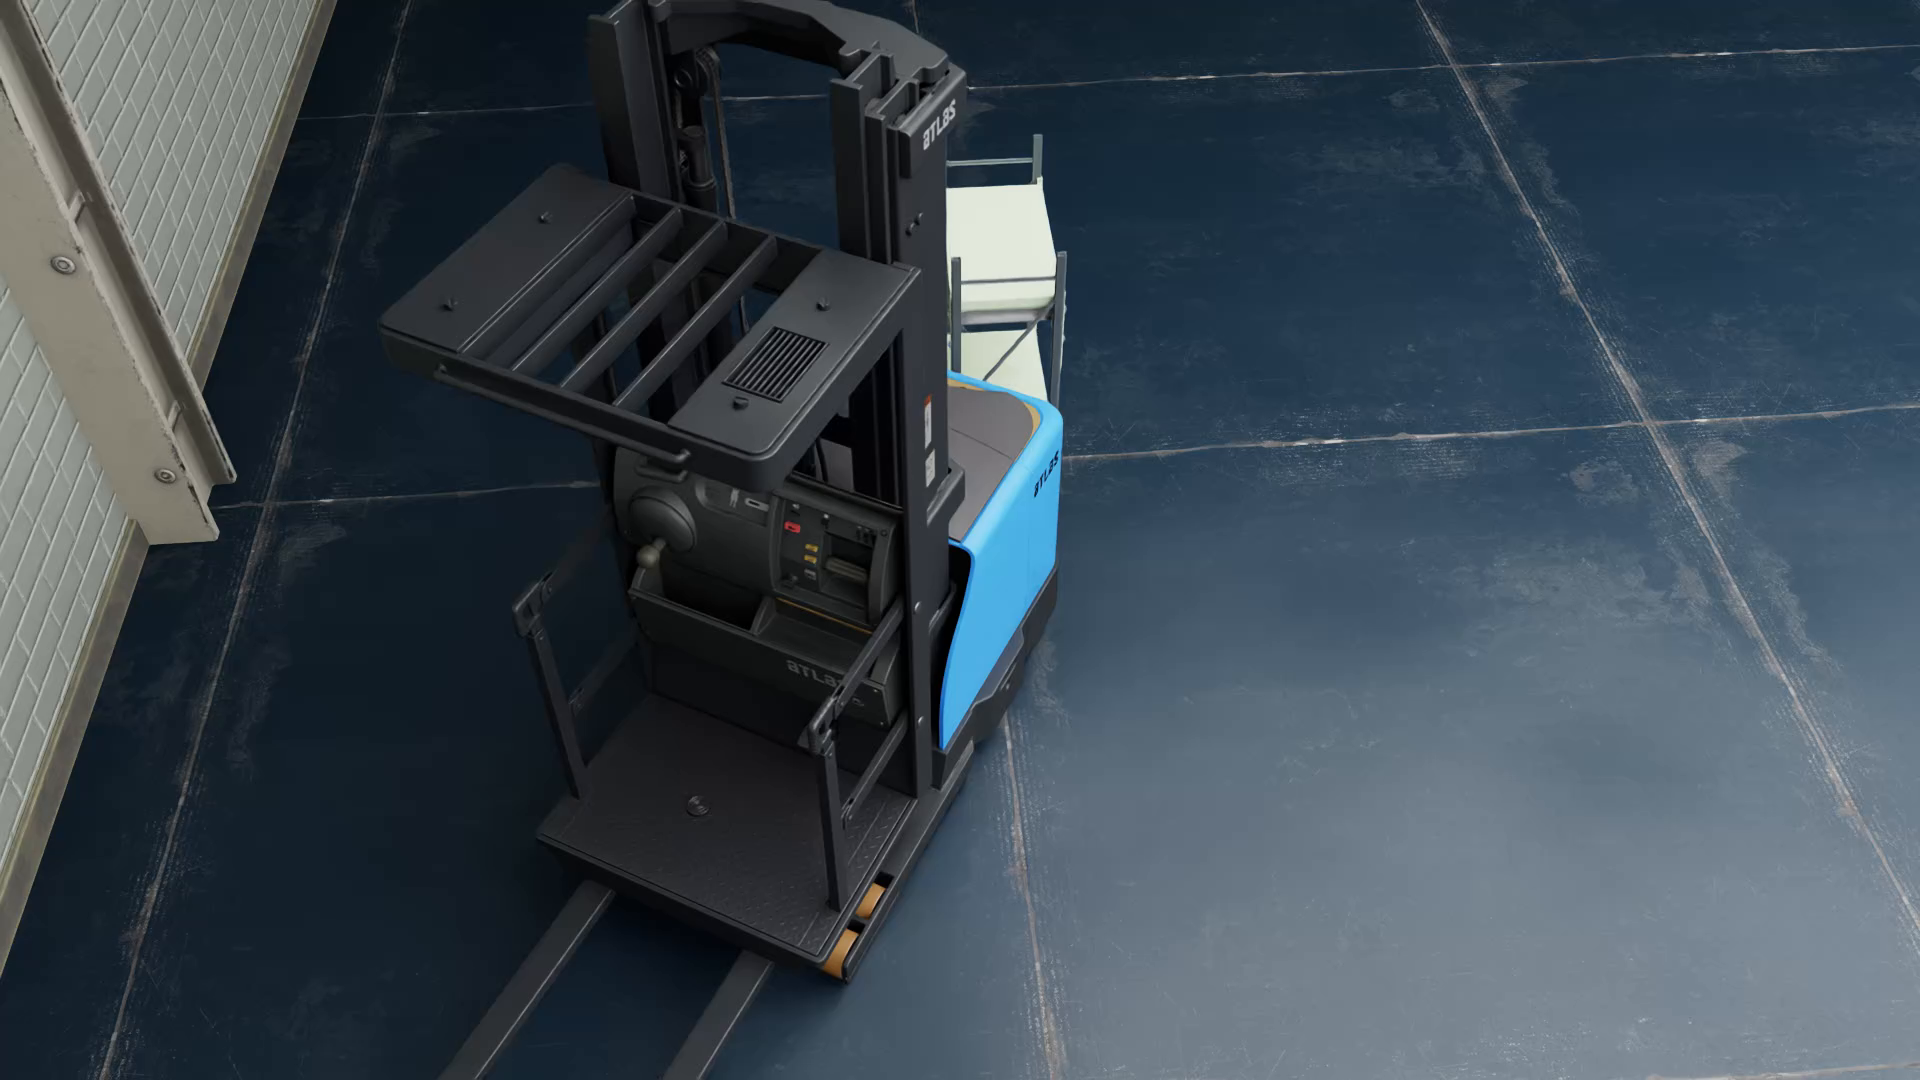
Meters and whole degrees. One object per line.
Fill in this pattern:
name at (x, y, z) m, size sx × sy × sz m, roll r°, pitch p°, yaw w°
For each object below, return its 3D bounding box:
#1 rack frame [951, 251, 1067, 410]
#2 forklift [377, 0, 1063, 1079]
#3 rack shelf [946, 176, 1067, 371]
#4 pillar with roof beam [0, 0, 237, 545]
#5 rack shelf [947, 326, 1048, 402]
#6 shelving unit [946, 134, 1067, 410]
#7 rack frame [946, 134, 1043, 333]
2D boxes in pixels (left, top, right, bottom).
rack frame at (0.170, -0.466, 6.294) m, size 0.400 × 1.500 × 0.023 m, roll -3°, pitch 47°, yaw -3°
forklift at (-0.714, 0.070, 4.802) m, size 1.130 × 2.935 × 3.031 m, roll 19°, pitch 50°, yaw 17°
rack shelf at (0.140, -0.999, 6.262) m, size 0.431 × 0.370 × 0.720 m, roll -3°, pitch 47°, yaw -3°
pillar with roof beam at (1.043, -3.488, 3.992) m, size 9.100 × 9.000 × 0.400 m, roll -3°, pitch 47°, yaw -3°
rack shelf at (0.140, -0.506, 6.782) m, size 0.431 × 0.370 × 0.720 m, roll -3°, pitch 47°, yaw -3°
shelving unit at (0.140, -0.730, 6.545) m, size 0.431 × 1.500 × 0.755 m, roll -3°, pitch 47°, yaw -3°
rack frame at (0.111, -0.995, 6.796) m, size 0.400 × 1.500 × 0.023 m, roll -3°, pitch 47°, yaw -3°
